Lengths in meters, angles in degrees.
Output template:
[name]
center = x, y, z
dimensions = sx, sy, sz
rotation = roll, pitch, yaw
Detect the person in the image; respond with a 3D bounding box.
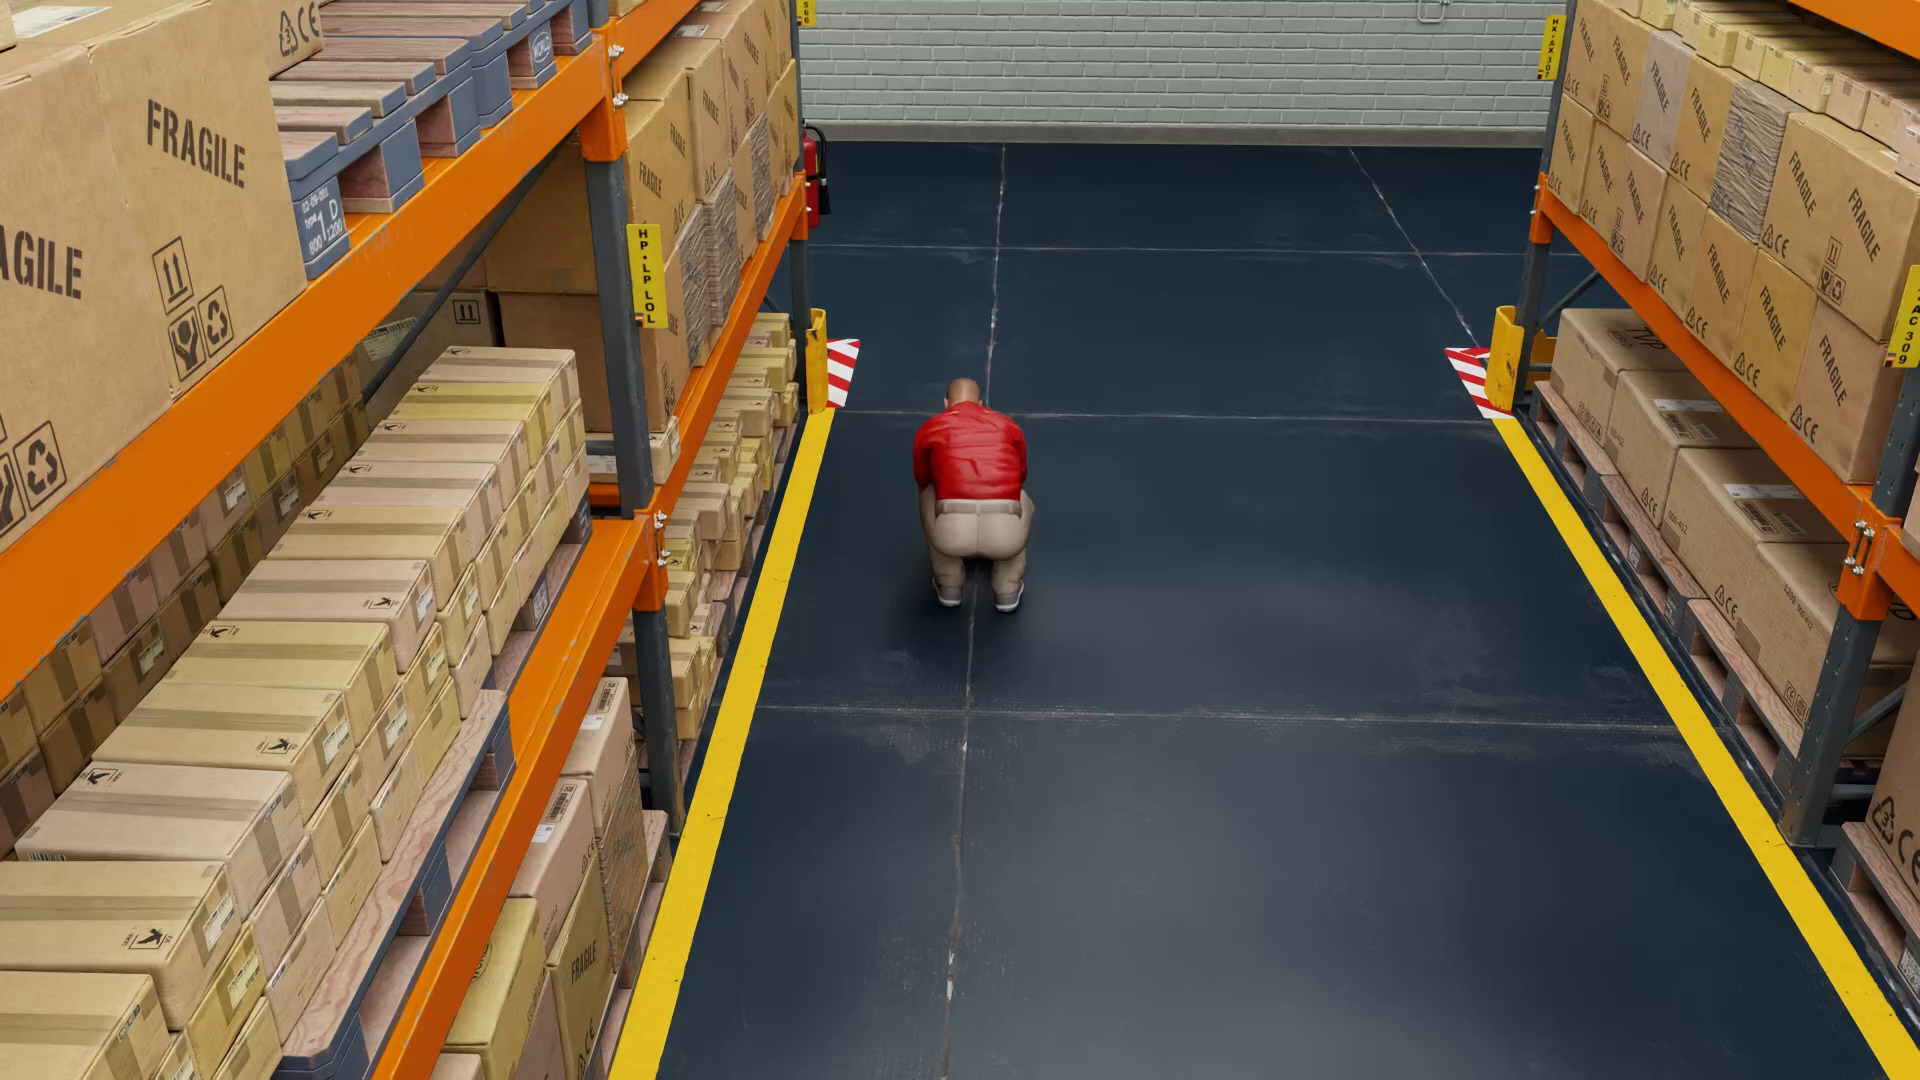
[person]
center = 0.060, -0.188, 7.430
dimensions = 0.560, 0.867, 0.866
rotation = 1, 28, 1
